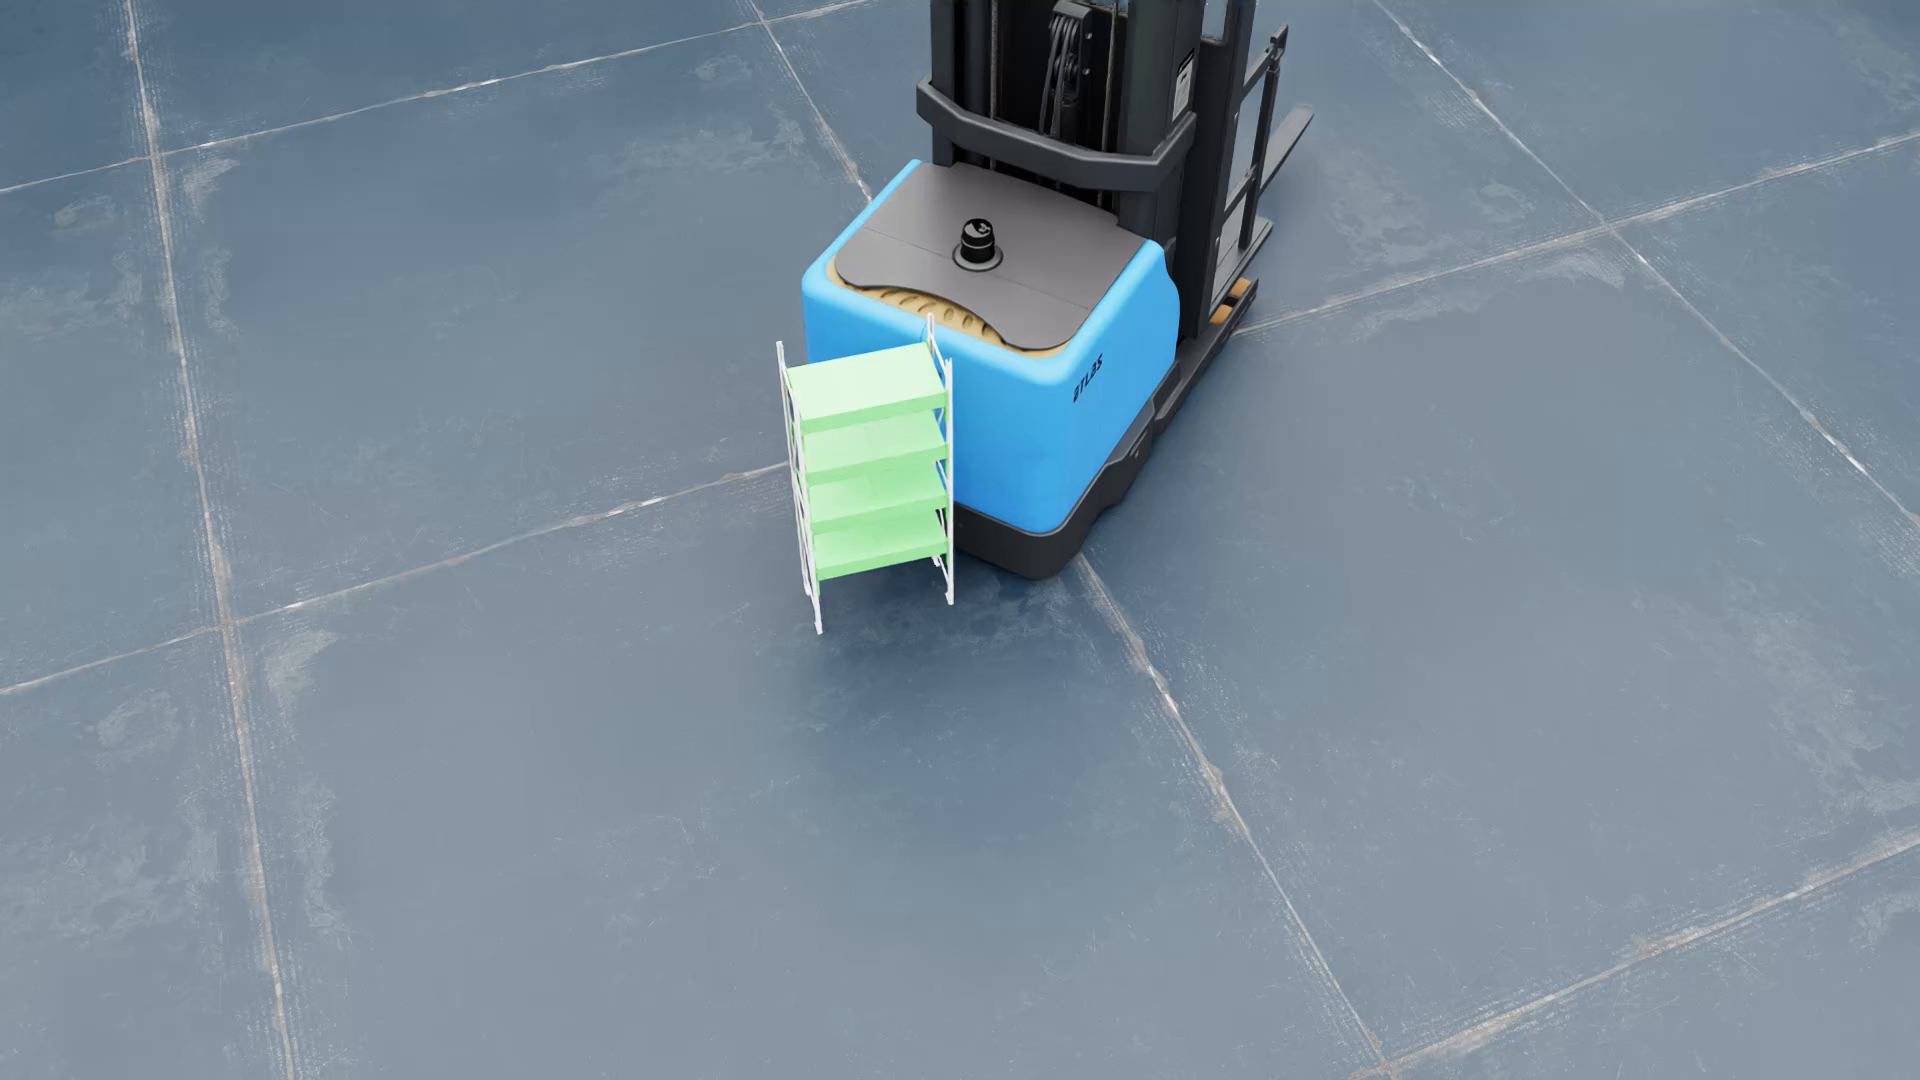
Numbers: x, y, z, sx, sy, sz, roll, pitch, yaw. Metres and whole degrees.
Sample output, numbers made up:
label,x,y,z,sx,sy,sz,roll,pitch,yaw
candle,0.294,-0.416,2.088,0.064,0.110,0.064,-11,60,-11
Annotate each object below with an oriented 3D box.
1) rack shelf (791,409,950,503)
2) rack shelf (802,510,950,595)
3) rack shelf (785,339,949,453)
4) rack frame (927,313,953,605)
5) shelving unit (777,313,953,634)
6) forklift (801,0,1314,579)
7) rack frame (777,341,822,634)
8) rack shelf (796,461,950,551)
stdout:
label,x,y,z,sx,sy,sz,roll,pitch,yaw
rack shelf,-0.299,-0.307,5.491,0.480,0.148,0.258,-12,50,-10
rack shelf,-0.299,0.006,5.855,0.480,0.148,0.258,-12,50,-10
rack shelf,-0.299,-0.463,5.309,0.480,0.148,0.258,-12,50,-10
rack frame,-0.064,-0.243,5.668,0.015,1.200,0.240,-12,50,-10
shelving unit,-0.299,-0.192,5.624,0.503,1.200,0.258,-12,50,-10
forklift,0.605,-1.933,5.978,1.130,2.935,3.031,23,53,19
rack frame,-0.534,-0.142,5.581,0.015,1.200,0.240,-12,50,-10
rack shelf,-0.299,-0.151,5.673,0.480,0.148,0.258,-12,50,-10
